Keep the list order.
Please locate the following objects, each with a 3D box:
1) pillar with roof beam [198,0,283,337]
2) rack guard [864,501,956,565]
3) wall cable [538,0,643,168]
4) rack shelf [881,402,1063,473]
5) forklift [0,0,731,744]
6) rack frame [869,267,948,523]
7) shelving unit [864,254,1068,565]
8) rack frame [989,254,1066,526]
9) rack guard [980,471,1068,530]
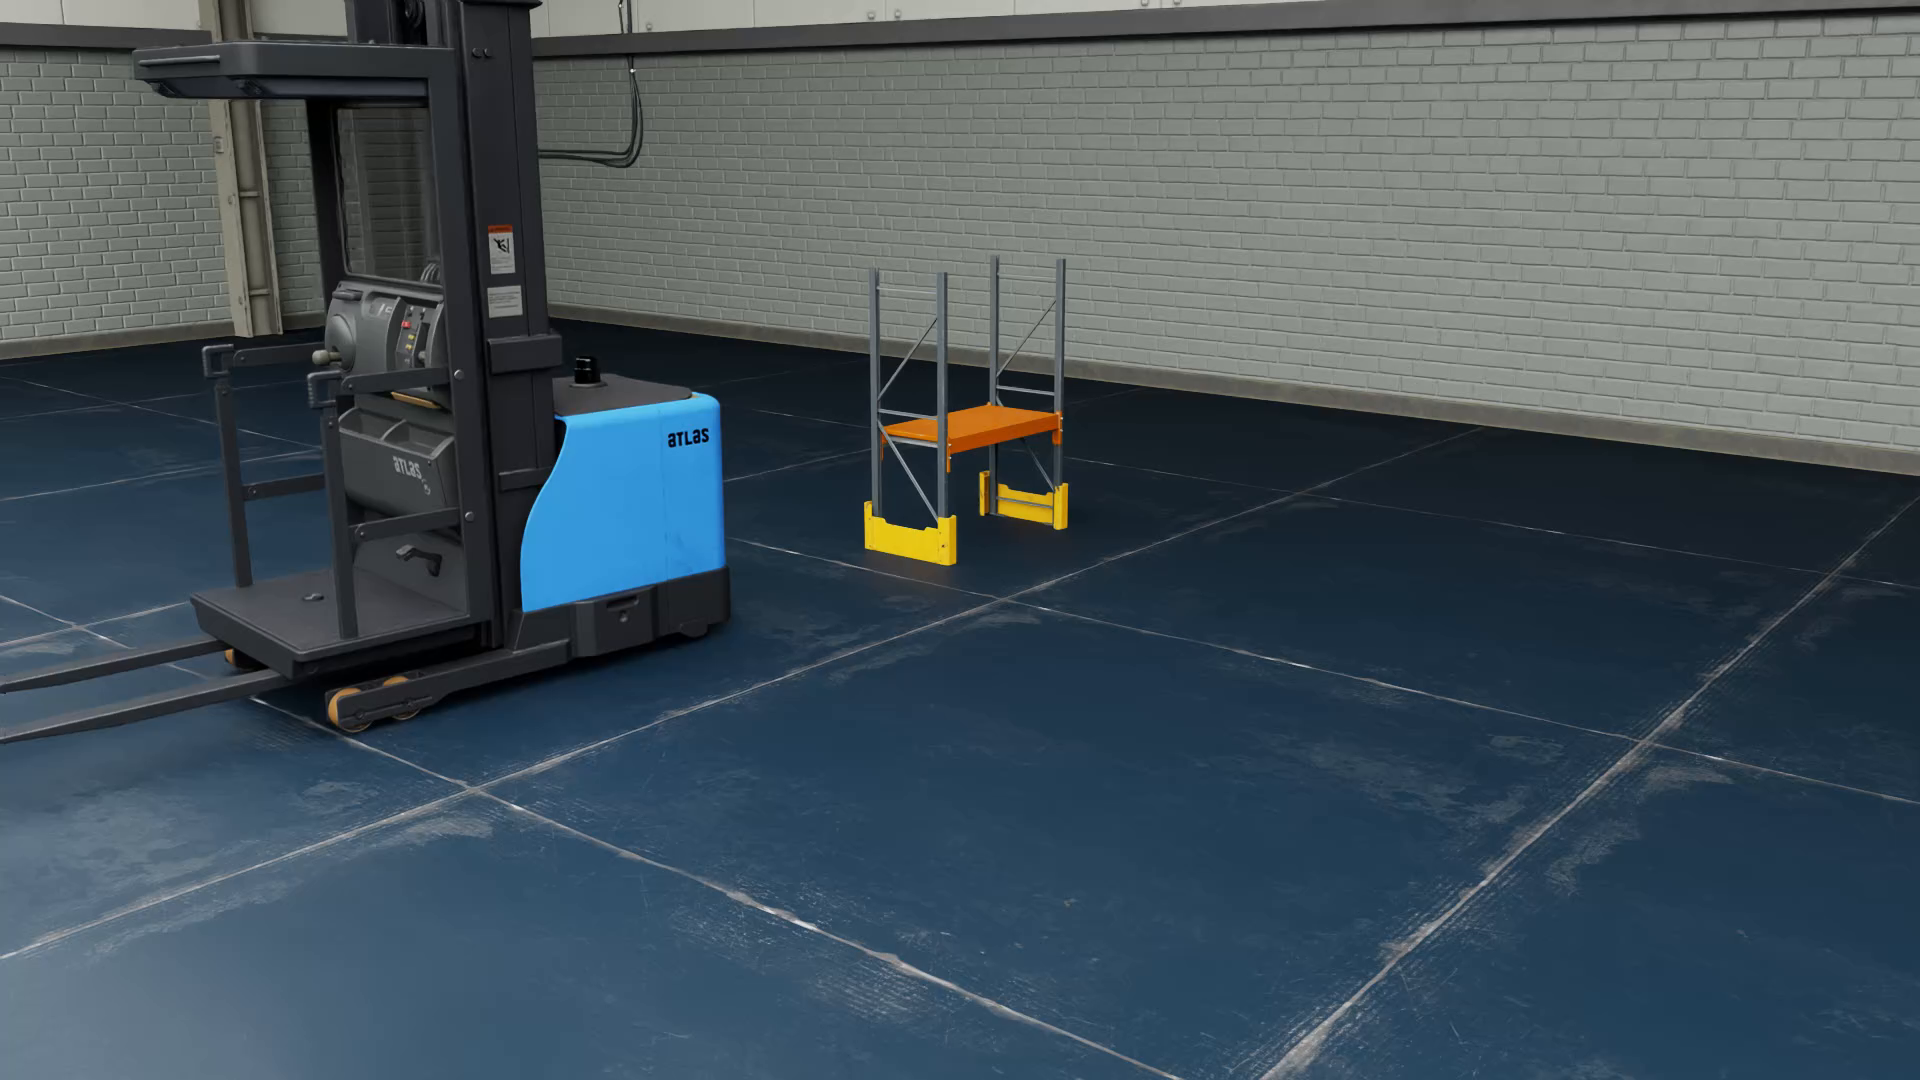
[{"bbox_3d":[-4.143,-5.890,14.034,9.100,9.000,0.400,11,18,38],"label":"pillar with roof beam"},{"bbox_3d":[-0.265,-0.040,8.774,0.587,0.250,0.087,11,18,38],"label":"rack guard"},{"bbox_3d":[-4.611,-5.411,18.454,3.097,2.526,0.112,11,18,38],"label":"wall cable"},{"bbox_3d":[0.054,-0.569,9.047,0.538,0.185,1.000,11,18,38],"label":"rack shelf"},{"bbox_3d":[-2.438,-0.838,6.469,3.031,2.935,1.130,-13,19,-42],"label":"forklift"},{"bbox_3d":[-0.266,-0.646,8.619,0.500,1.500,0.032,11,18,38],"label":"rack frame"},{"bbox_3d":[0.048,-0.742,8.996,0.587,1.500,1.083,11,18,38],"label":"shelving unit"},{"bbox_3d":[0.373,-0.841,9.386,0.500,1.500,0.032,11,18,38],"label":"rack frame"},{"bbox_3d":[0.361,-0.231,9.525,0.587,0.250,0.087,11,18,38],"label":"rack guard"}]
